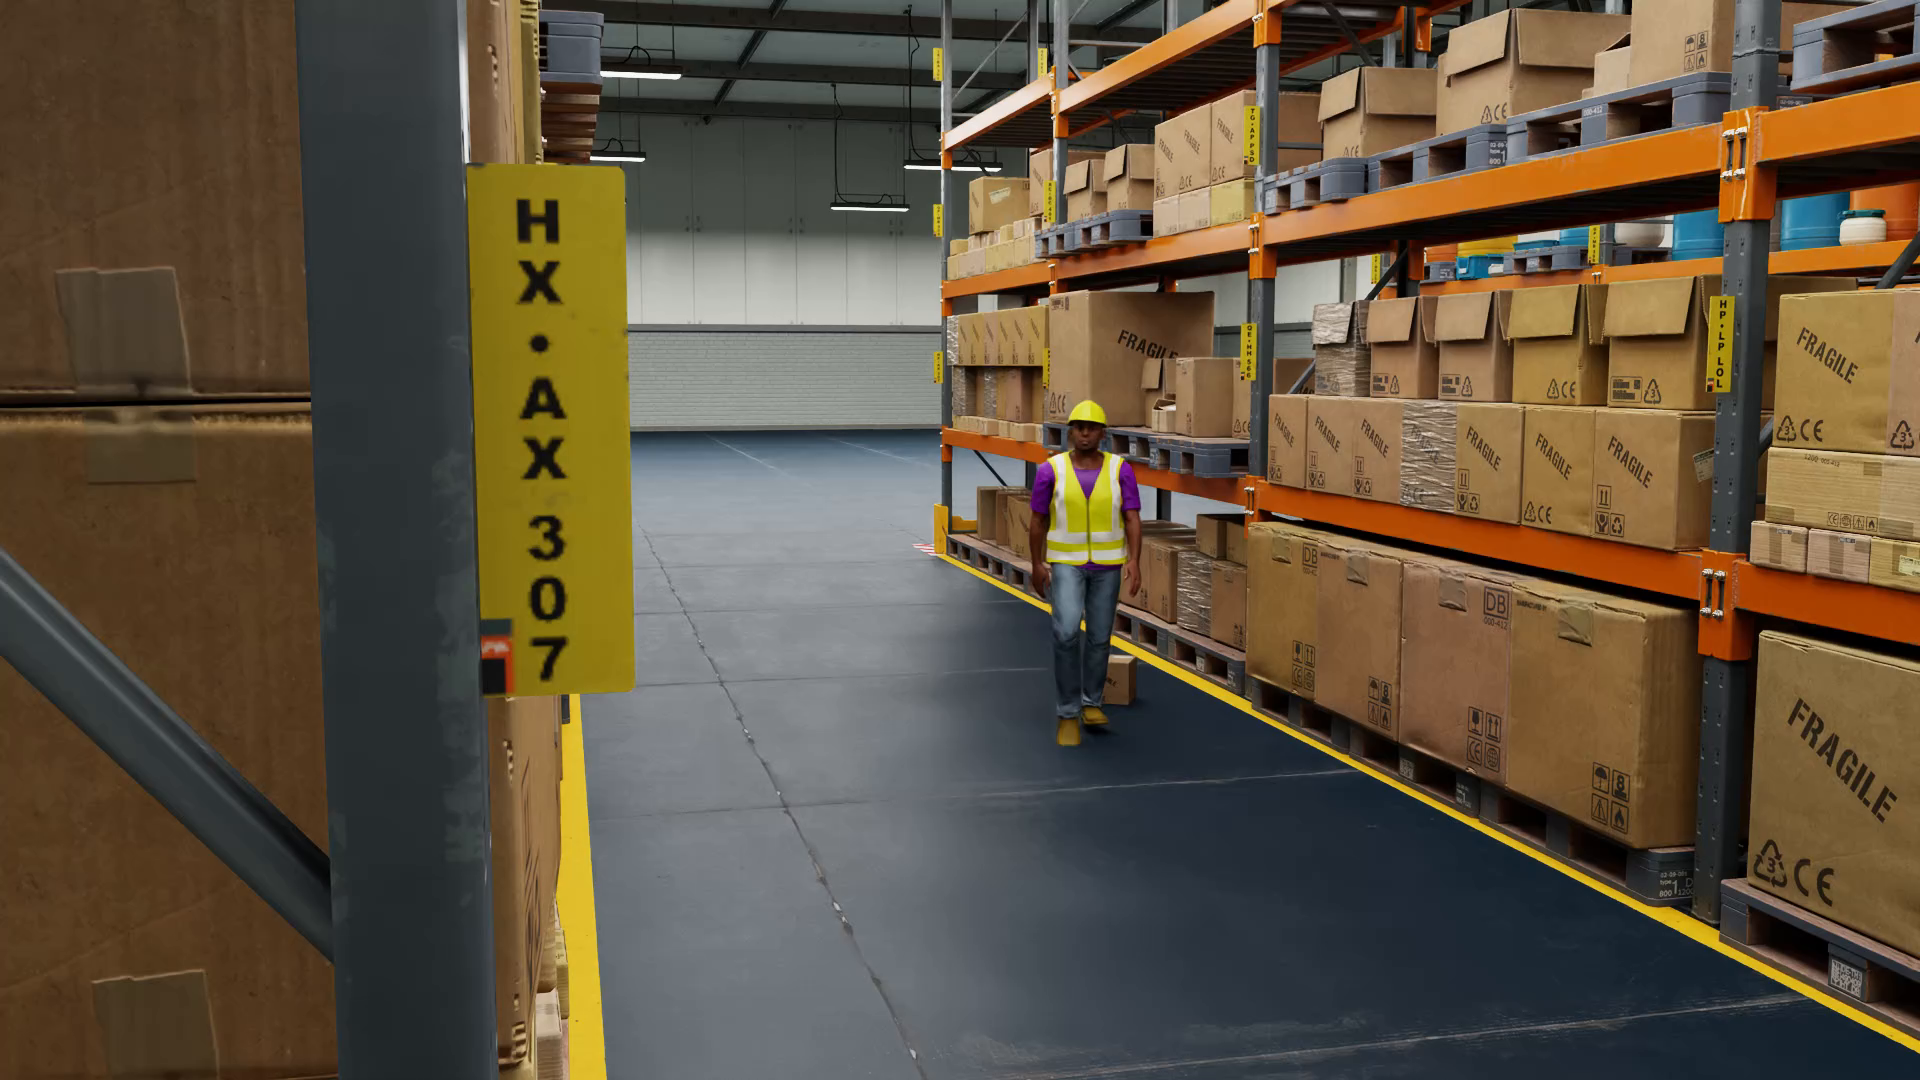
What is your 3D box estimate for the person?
[{"bbox_3d":[0.668,0.179,8.800,0.581,1.830,0.580,0,6,-4],"label":"person"}]
